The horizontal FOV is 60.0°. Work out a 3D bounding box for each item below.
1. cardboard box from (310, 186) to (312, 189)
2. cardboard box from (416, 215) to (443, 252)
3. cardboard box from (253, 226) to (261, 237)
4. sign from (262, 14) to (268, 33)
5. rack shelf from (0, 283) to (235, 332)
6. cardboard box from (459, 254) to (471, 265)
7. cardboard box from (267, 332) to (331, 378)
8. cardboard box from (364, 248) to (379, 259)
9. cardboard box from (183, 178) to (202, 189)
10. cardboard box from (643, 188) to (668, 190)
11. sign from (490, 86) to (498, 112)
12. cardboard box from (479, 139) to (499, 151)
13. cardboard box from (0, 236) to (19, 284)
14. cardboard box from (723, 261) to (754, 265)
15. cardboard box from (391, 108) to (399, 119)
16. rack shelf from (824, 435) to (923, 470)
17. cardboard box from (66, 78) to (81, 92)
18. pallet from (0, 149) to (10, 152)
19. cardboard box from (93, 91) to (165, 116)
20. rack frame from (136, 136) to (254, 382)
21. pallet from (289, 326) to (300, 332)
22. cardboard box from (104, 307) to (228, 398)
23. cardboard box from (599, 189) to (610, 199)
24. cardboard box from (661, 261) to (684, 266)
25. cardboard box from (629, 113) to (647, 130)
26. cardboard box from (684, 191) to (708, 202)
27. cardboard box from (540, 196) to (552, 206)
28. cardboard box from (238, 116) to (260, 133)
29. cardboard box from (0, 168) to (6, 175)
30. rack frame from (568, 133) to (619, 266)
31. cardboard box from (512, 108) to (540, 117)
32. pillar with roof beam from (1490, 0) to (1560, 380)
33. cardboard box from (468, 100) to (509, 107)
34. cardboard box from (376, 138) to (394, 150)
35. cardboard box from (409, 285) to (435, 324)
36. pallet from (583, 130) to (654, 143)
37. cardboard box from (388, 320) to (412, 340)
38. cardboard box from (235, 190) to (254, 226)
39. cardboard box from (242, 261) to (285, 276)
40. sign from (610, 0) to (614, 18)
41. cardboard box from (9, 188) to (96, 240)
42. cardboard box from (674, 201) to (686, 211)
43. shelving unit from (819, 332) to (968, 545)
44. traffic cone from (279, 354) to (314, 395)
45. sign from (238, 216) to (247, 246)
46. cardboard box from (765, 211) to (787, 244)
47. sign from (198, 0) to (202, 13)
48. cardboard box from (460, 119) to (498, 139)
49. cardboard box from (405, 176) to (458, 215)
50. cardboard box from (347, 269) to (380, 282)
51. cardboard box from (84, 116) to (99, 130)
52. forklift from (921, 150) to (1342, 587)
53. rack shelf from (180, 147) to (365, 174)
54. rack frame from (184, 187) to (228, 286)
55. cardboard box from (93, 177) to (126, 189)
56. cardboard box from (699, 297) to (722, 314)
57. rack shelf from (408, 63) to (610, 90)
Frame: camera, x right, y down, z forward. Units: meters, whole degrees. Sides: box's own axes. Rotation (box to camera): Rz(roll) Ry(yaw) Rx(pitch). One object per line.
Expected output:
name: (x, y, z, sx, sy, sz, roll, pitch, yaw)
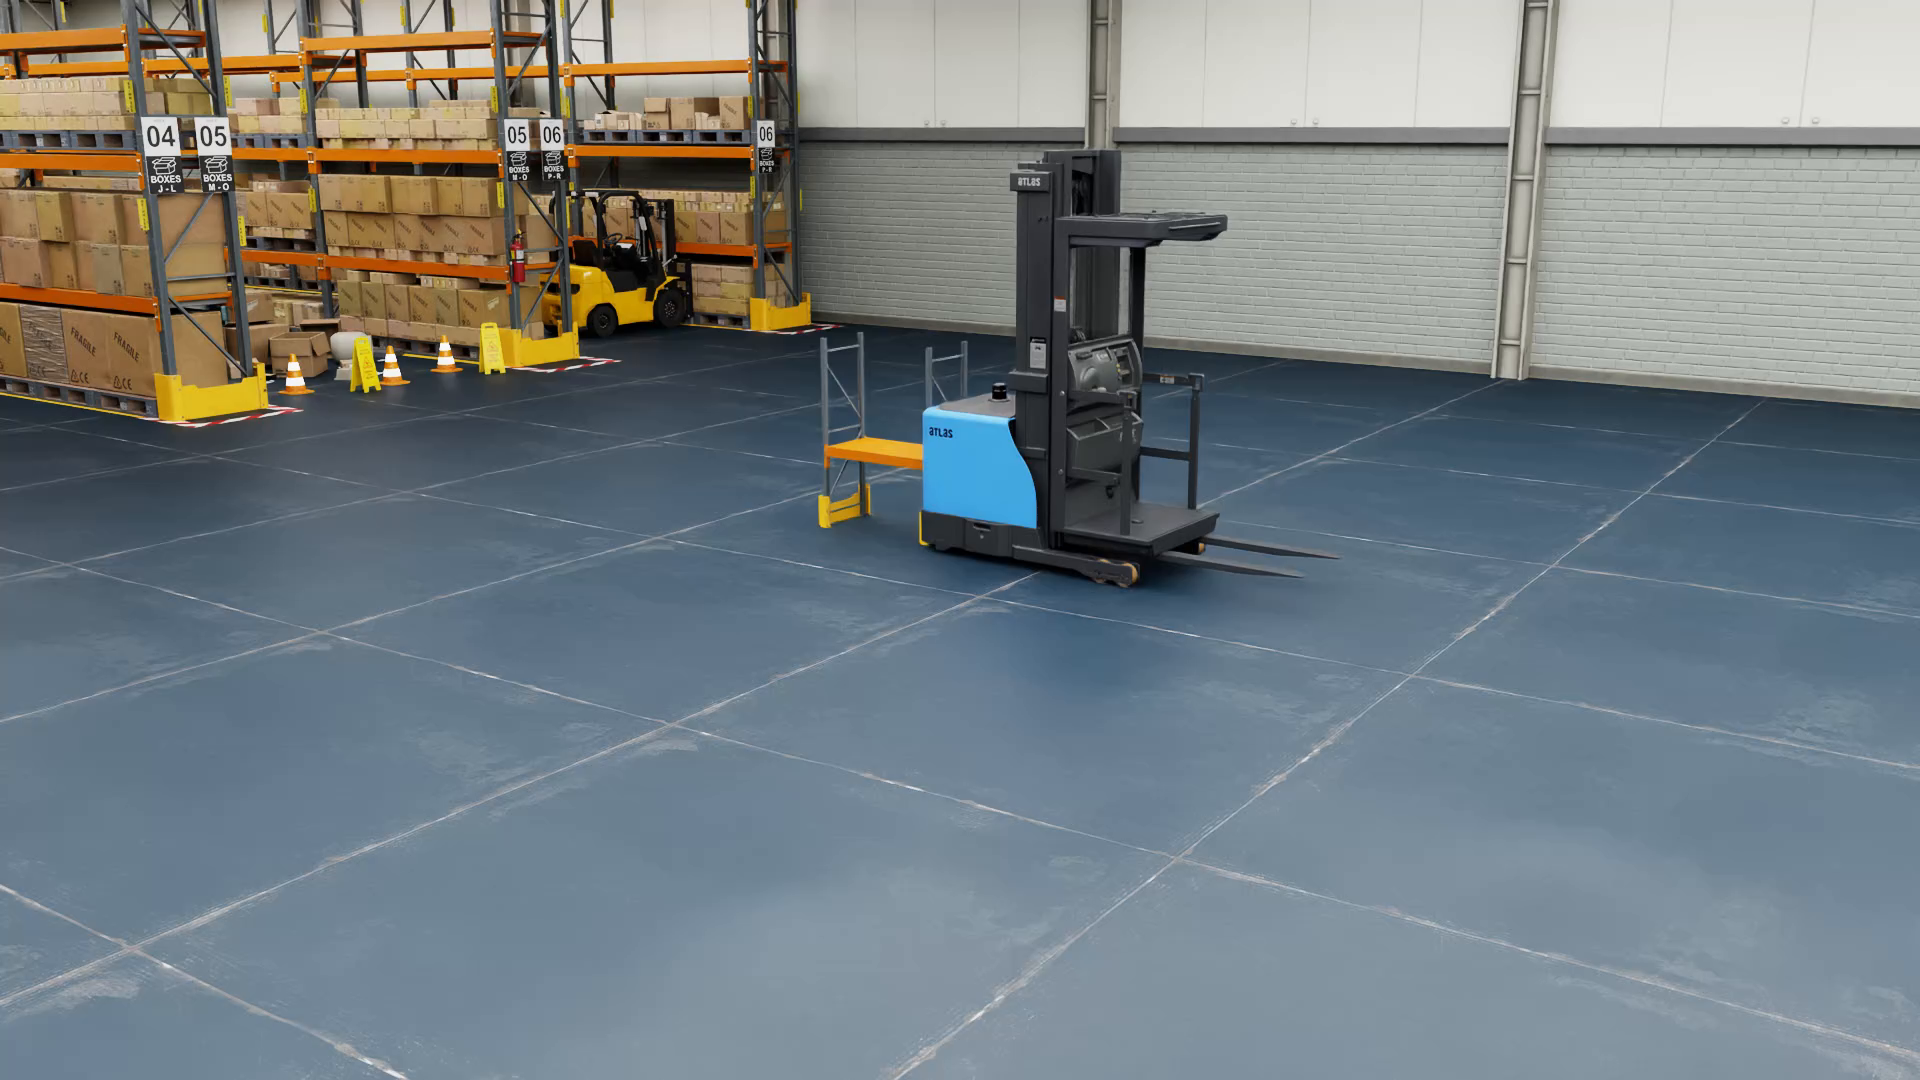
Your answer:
cardboard box: (-12.128, -6.547, 31.946, 0.500, 0.500, 0.700, 9, 17, 33)
cardboard box: (-7.075, -4.221, 22.803, 0.500, 0.500, 0.500, 9, 17, 33)
cardboard box: (-10.383, -4.646, 24.997, 0.250, 0.149, 0.380, 9, 17, 33)
sign: (-13.153, -9.772, 31.461, 0.005, 0.325, 0.100, 9, 17, 33)
rack shelf: (-9.983, -2.792, 19.358, 4.000, 0.370, 1.077, 9, 17, 33)
cardboard box: (-6.547, -3.810, 22.494, 0.250, 0.149, 0.380, 9, 16, 32)
cardboard box: (-8.515, -2.393, 21.442, 0.637, 0.503, 0.797, -1, 14, -6)
cardboard box: (-8.219, -4.089, 23.622, 0.250, 0.149, 0.380, 10, 17, 35)
cardboard box: (-12.555, -5.596, 26.896, 0.500, 0.500, 0.500, 9, 16, 31)
cardboard box: (-5.108, -5.830, 27.955, 0.250, 0.149, 0.380, 9, 16, 32)
sign: (-5.971, -5.652, 21.327, 0.005, 0.325, 0.100, 9, 17, 33)
cardboard box: (-6.097, -5.200, 21.868, 0.250, 0.149, 0.380, 9, 17, 33)
cardboard box: (-10.861, -3.366, 19.867, 0.550, 0.550, 0.875, 9, 17, 33)
cardboard box: (-3.587, -4.387, 27.070, 0.500, 0.250, 0.500, 9, 17, 33)
cardboard box: (-7.548, -5.832, 22.762, 0.250, 0.149, 0.380, 10, 17, 34)
rack shelf: (-0.513, -0.642, 13.045, 1.000, 0.185, 0.538, 10, 17, 34)
cardboard box: (-9.427, -4.927, 18.023, 0.250, 0.149, 0.380, 10, 17, 34)
pallet: (-12.431, -4.886, 20.475, 1.217, 0.209, 0.805, 8, 16, 31)
cardboard box: (-8.885, -4.663, 17.788, 0.500, 0.250, 0.500, 9, 17, 34)
rack frame: (-8.323, -2.873, 18.188, 0.127, 3.000, 1.000, 9, 17, 33)
pallet: (-9.610, -3.161, 25.153, 1.213, 0.211, 1.003, 9, 17, 33)
cardboard box: (-8.923, -2.124, 18.707, 0.875, 0.875, 0.875, 9, 17, 33)
cardboard box: (-5.820, -5.793, 27.805, 0.250, 0.149, 0.380, 9, 17, 34)
cardboard box: (-4.701, -4.421, 27.206, 0.500, 0.250, 0.500, 9, 16, 32)
cardboard box: (-5.134, -6.784, 26.942, 0.258, 0.266, 0.396, 9, 16, 31)
cardboard box: (-4.190, -5.496, 26.604, 0.250, 0.149, 0.380, 10, 17, 34)
cardboard box: (-7.002, -5.840, 28.613, 0.250, 0.149, 0.380, 9, 17, 33)
cardboard box: (-10.369, -6.184, 24.759, 0.500, 0.250, 0.500, 9, 17, 34)
cardboard box: (-16.395, -6.402, 28.805, 0.250, 0.149, 0.380, 9, 17, 33)
rack frame: (-6.196, -5.401, 28.397, 0.127, 3.000, 1.000, 9, 17, 33)
cardboard box: (-5.826, -5.683, 22.161, 0.250, 0.149, 0.380, 9, 17, 32)
pillar with roof beam: (4.603, -5.582, 16.644, 0.400, 9.000, 9.100, 9, 17, 33)
cardboard box: (-8.206, -7.412, 28.989, 0.500, 0.500, 0.500, 10, 17, 34)
cardboard box: (-7.821, -5.463, 22.931, 0.250, 0.149, 0.380, 9, 16, 32)
cardboard box: (-7.305, -3.301, 23.203, 0.500, 0.500, 0.500, 9, 16, 32)
pallet: (-5.474, -6.704, 27.606, 1.213, 0.211, 1.003, 9, 17, 33)
cardboard box: (-7.734, -3.007, 23.574, 0.500, 0.250, 0.500, 9, 16, 32)
cardboard box: (-10.747, -5.030, 25.199, 0.500, 0.500, 0.500, 8, 16, 31)
cardboard box: (-14.150, -5.638, 33.683, 0.500, 0.500, 0.700, 8, 16, 31)
sign: (-5.866, -8.950, 27.979, 0.005, 0.325, 0.100, 9, 17, 33)
cardboard box: (-10.463, -3.800, 19.372, 0.550, 0.550, 0.875, 9, 17, 33)
cardboard box: (-4.399, -5.385, 26.778, 0.250, 0.149, 0.380, 9, 17, 33)
shelving unit: (-0.521, -0.818, 13.007, 1.083, 1.500, 0.587, 10, 17, 34)
traffic cone: (-7.971, -1.996, 19.924, 0.334, 0.463, 0.336, 9, 17, 33)
sign: (-8.009, -3.442, 18.518, 0.005, 0.325, 0.100, 9, 17, 33)
cardboard box: (-3.133, -5.034, 26.710, 0.500, 0.500, 0.500, 10, 17, 35)
sign: (-11.988, -8.460, 26.164, 0.005, 0.325, 0.100, 9, 17, 33)
cardboard box: (-6.219, -5.416, 21.912, 0.500, 0.250, 0.500, 9, 16, 32)
cardboard box: (-7.087, -4.694, 22.637, 0.500, 0.500, 0.700, 9, 16, 32)
cardboard box: (-8.554, -3.797, 23.856, 0.250, 0.149, 0.380, 9, 17, 34)
cardboard box: (-9.210, -4.505, 17.978, 0.250, 0.149, 0.380, 9, 17, 34)
forklift: (1.205, -1.241, 11.735, 3.031, 2.935, 1.130, 10, 17, 34)
rack shelf: (-10.623, -5.785, 25.206, 4.000, 0.370, 1.077, 9, 17, 33)
rack frame: (-12.283, -4.947, 26.564, 0.127, 3.000, 1.000, 9, 17, 33)
cardboard box: (-13.696, -5.633, 27.047, 0.500, 0.500, 0.500, 9, 17, 33)
cardboard box: (-3.851, -3.802, 26.787, 0.500, 0.250, 0.500, 9, 17, 33)
rack shelf: (-7.856, -8.038, 28.894, 4.000, 0.370, 1.077, 9, 17, 33)
